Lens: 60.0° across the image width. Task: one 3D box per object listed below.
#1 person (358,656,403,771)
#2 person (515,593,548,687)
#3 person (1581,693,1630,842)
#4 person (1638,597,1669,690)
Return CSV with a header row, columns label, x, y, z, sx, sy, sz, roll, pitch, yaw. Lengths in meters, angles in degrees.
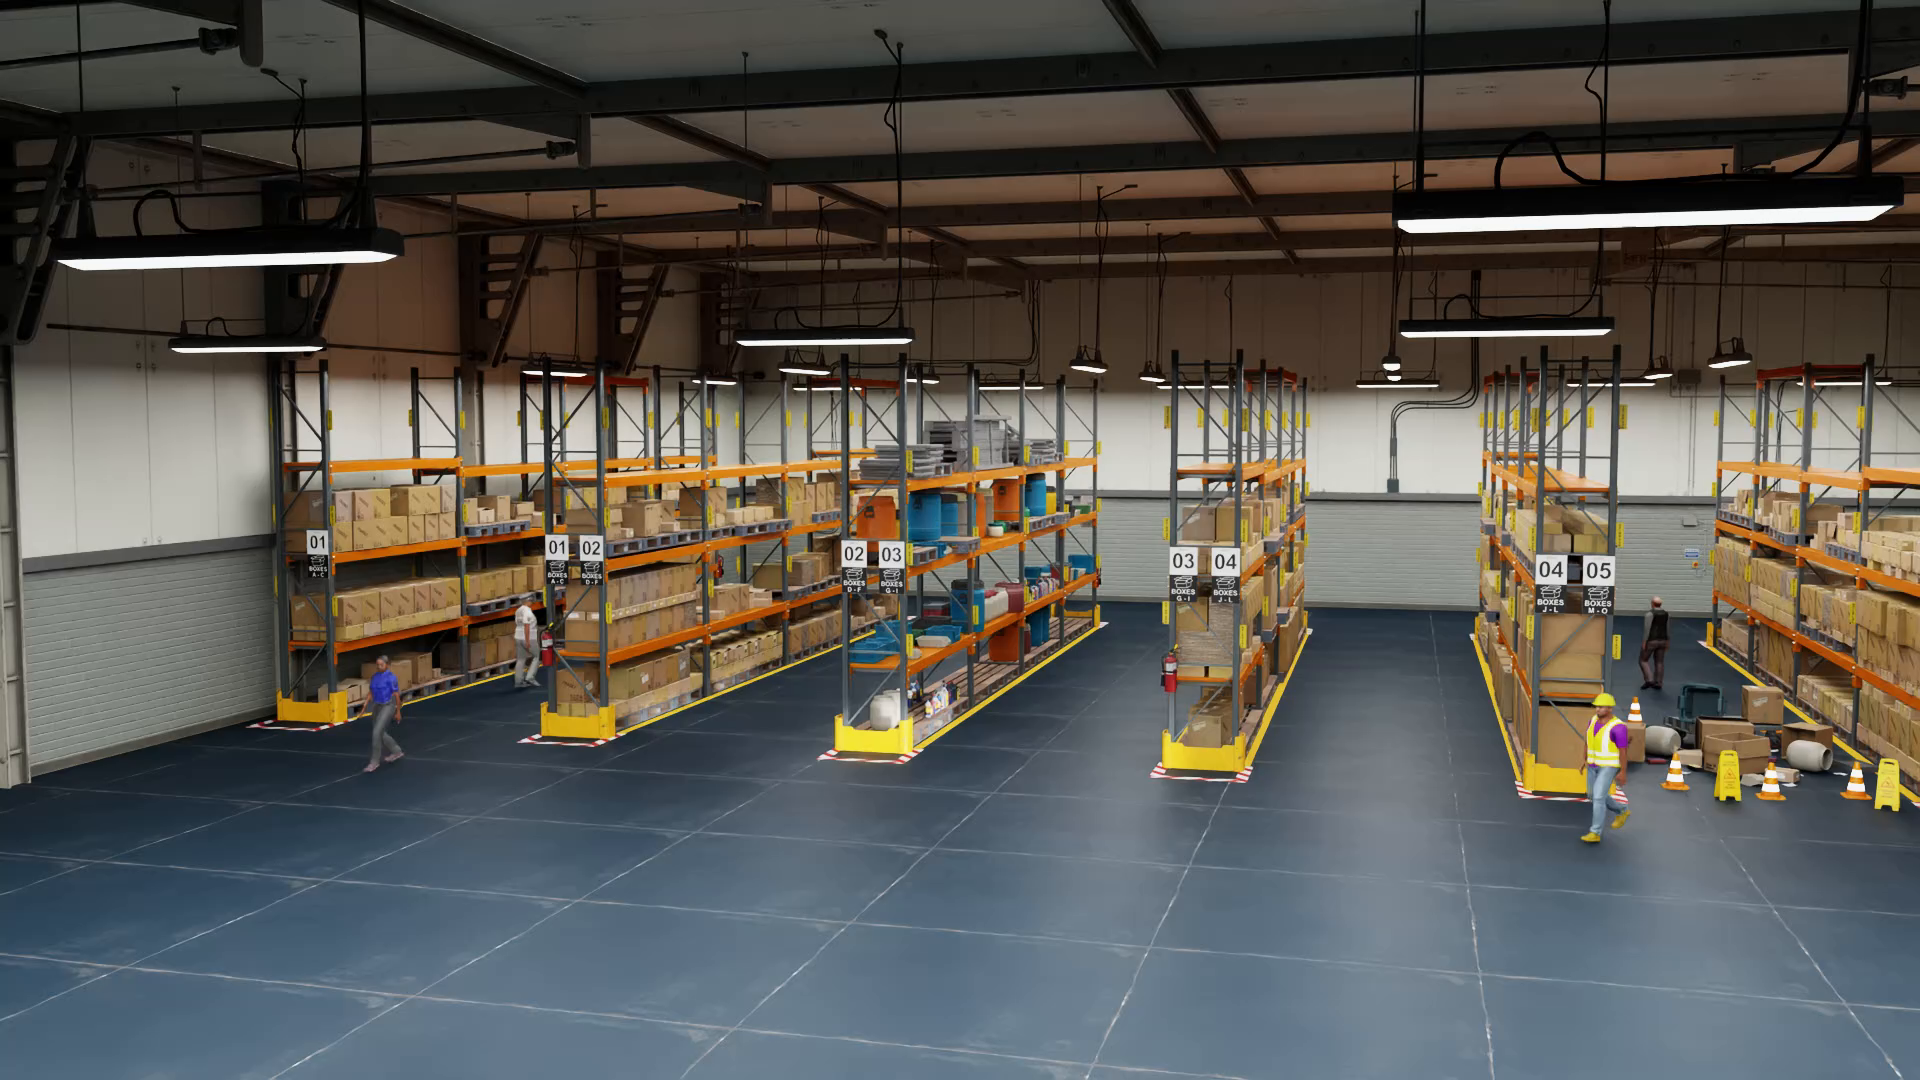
label,x,y,z,sx,sy,sz,roll,pitch,yaw
person,-8.318,2.478,24.015,0.541,1.636,0.690,2,4,23
person,-8.125,1.903,31.235,0.531,1.818,0.638,2,5,27
person,7.698,2.693,19.886,0.799,1.749,0.630,-1,4,-15
person,12.951,1.949,30.968,0.571,1.790,0.362,-1,4,-19
